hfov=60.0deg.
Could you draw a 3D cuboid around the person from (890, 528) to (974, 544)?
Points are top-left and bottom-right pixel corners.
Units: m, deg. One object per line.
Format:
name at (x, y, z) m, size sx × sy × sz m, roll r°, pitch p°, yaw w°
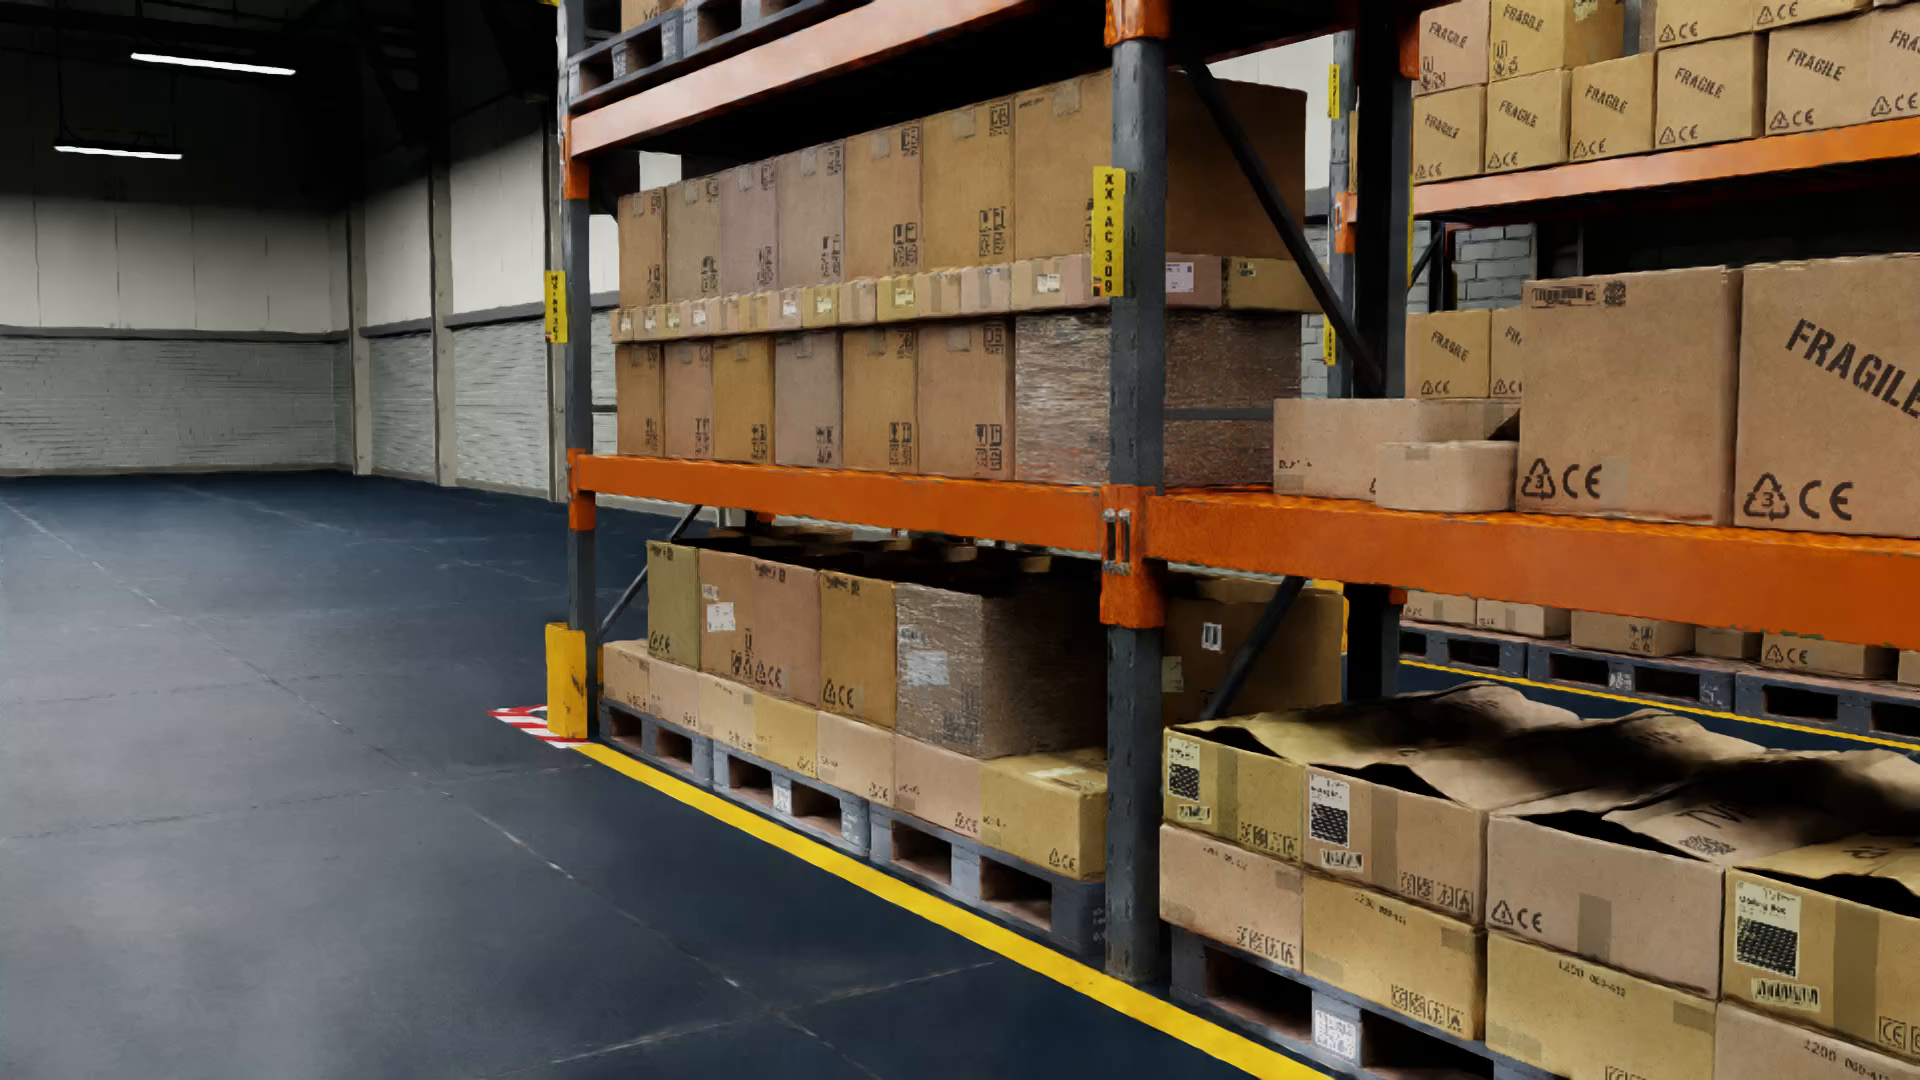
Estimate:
person at (-0.206, -0.092, 9.538) m, size 0.459 × 1.646 × 0.679 m, roll -4°, pitch 6°, yaw -36°
